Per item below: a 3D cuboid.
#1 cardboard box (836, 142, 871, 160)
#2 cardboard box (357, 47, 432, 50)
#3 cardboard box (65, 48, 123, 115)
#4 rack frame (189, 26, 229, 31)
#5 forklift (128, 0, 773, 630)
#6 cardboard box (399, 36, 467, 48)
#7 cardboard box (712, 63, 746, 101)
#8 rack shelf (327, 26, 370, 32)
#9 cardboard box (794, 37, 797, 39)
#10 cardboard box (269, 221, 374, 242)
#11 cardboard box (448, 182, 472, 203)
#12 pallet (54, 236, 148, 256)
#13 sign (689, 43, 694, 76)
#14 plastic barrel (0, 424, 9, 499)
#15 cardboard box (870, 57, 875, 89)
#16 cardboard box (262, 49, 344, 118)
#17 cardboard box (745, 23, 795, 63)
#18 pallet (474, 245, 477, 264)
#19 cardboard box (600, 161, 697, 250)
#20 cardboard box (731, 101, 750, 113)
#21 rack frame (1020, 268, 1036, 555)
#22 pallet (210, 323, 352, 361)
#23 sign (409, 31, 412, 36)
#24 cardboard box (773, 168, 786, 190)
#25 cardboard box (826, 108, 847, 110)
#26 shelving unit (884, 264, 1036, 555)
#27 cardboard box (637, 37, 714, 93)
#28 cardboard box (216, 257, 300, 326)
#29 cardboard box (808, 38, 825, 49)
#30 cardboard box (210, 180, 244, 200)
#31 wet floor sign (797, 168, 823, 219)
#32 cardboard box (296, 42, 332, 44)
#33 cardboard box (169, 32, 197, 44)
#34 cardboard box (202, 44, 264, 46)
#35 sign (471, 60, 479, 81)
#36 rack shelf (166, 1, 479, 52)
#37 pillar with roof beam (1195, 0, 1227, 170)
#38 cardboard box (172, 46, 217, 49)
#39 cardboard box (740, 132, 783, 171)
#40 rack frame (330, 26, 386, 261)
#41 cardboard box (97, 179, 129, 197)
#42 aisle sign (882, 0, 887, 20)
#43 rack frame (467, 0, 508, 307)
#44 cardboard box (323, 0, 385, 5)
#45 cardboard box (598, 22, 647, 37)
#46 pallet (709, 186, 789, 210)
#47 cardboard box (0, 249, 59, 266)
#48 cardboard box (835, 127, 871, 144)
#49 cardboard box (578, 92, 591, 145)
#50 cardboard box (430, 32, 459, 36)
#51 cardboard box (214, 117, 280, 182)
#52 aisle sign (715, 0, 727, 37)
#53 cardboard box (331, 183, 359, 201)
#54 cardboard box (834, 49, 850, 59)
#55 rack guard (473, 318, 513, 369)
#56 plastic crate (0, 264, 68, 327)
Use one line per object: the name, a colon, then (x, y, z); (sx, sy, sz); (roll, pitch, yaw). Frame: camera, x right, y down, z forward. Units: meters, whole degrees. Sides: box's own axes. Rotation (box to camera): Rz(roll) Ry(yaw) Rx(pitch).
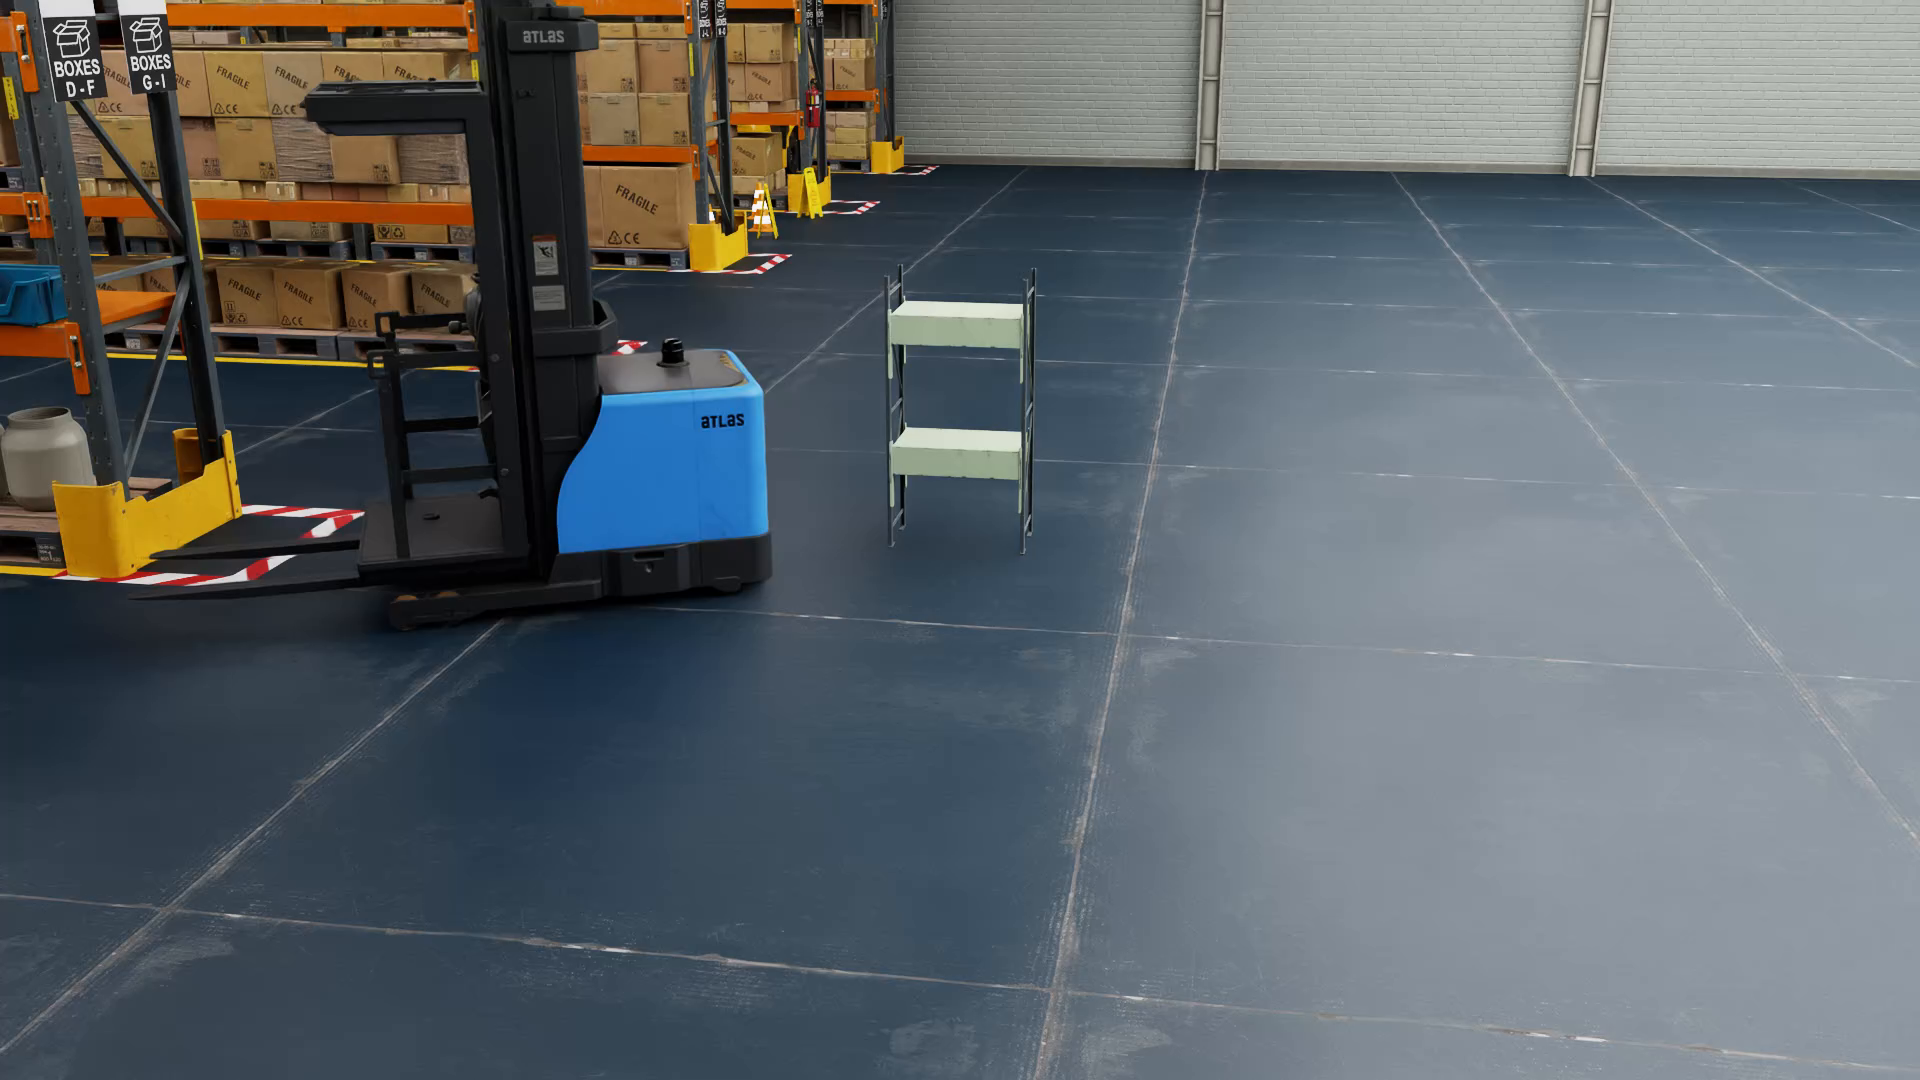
cardboard box: (-1.748, -6.452, 27.529); (0.500, 0.250, 0.500); (3, 19, 9)
cardboard box: (-4.582, -3.775, 13.656); (0.500, 0.500, 0.500); (3, 19, 9)
cardboard box: (-7.135, -3.734, 13.532); (0.500, 0.500, 0.500); (3, 19, 9)
rack frame: (-13.082, -8.236, 29.190); (0.127, 3.000, 1.000); (3, 19, 9)
forklift: (-2.538, -1.142, 8.098); (3.031, 2.935, 1.130); (-5, 19, -16)
cardboard box: (-5.732, -5.285, 18.432); (0.550, 0.550, 0.875); (3, 19, 9)
cardboard box: (-3.091, -6.233, 22.577); (0.500, 0.500, 0.500); (3, 19, 9)
rack shelf: (-8.627, -5.904, 18.627); (4.000, 0.370, 1.077); (3, 19, 9)
cardboard box: (-2.797, -8.311, 27.766); (0.250, 0.149, 0.380); (2, 19, 7)
cardboard box: (-7.279, -3.857, 18.988); (0.750, 0.750, 1.050); (3, 19, 8)
cardboard box: (-3.904, -2.802, 13.347); (0.250, 0.149, 0.380); (3, 19, 9)
pallet: (-9.835, -3.538, 19.543); (1.213, 0.211, 1.003); (3, 19, 9)
sign: (-2.803, -5.013, 17.359); (0.005, 0.325, 0.100); (3, 19, 9)
plastic barrel: (-5.532, -0.474, 9.251); (0.421, 0.512, 0.421); (0, 18, 0)
cardboard box: (-1.679, -7.791, 27.704); (0.500, 0.500, 0.500); (4, 19, 10)
cardboard box: (-5.159, -3.634, 13.235); (0.500, 0.500, 0.500); (3, 19, 9)
cardboard box: (-2.557, -6.697, 22.387); (0.500, 0.500, 0.700); (2, 19, 7)
pallet: (-4.706, -3.276, 18.762); (1.213, 0.211, 1.003); (3, 19, 9)
cardboard box: (-3.383, -3.726, 18.397); (0.875, 0.875, 0.875); (3, 19, 9)
cardboard box: (-2.938, -5.907, 22.625); (0.250, 0.149, 0.380); (3, 19, 8)
rack frame: (0.368, -0.692, 9.009); (0.023, 1.500, 0.400); (3, 19, 9)
pallet: (-5.662, -1.767, 14.253); (1.213, 0.211, 1.003); (3, 19, 9)
sign: (-9.209, -8.375, 27.908); (0.005, 0.325, 0.100); (3, 19, 9)
cardboard box: (-2.770, -5.099, 23.487); (0.500, 0.250, 0.500); (3, 19, 8)
cardboard box: (-2.172, -7.109, 27.917); (0.500, 0.250, 0.500); (3, 19, 9)
shelving unit: (0.007, -0.711, 9.064); (0.755, 1.500, 0.431); (3, 19, 9)
cardboard box: (-3.063, -5.135, 17.984); (0.550, 0.550, 0.875); (3, 19, 9)
cardboard box: (-5.958, -2.121, 14.193); (0.500, 0.500, 0.500); (1, 19, 4)
cardboard box: (-2.366, -8.123, 27.205); (0.250, 0.149, 0.380); (3, 19, 9)
cardboard box: (-5.891, -2.878, 13.572); (0.250, 0.149, 0.380); (3, 19, 9)
wet floor sign: (-2.000, -4.615, 22.080); (0.232, 0.644, 0.267); (10, 21, 27)
cardboard box: (-8.993, -6.748, 23.454); (0.500, 0.500, 0.500); (4, 19, 11)
cardboard box: (-10.976, -6.968, 23.668); (0.500, 0.500, 0.500); (3, 19, 10)
cardboard box: (-8.150, -5.318, 18.735); (0.500, 0.500, 0.700); (3, 19, 9)
sign: (-3.697, -3.498, 12.707); (0.005, 0.325, 0.100); (3, 19, 9)
rack shelf: (-5.564, -4.154, 13.397); (4.000, 0.370, 1.077); (3, 19, 9)
pillar with roof beam: (3.463, -9.144, 22.448); (0.400, 9.000, 9.100); (3, 19, 9)
cardboard box: (-6.557, -3.875, 13.954); (0.500, 0.500, 0.500); (3, 19, 9)
cardboard box: (-2.794, -5.456, 23.371); (0.500, 0.500, 0.500); (2, 19, 7)
rack frame: (-6.652, -4.722, 18.688); (0.127, 3.000, 1.000); (3, 19, 9)
cardboard box: (-6.878, -2.928, 13.724); (0.250, 0.149, 0.380); (3, 19, 9)
aisle sign: (-1.216, -8.769, 26.687); (0.004, 0.787, 0.394); (3, 19, 9)
rack frame: (-3.589, -2.972, 13.458); (0.127, 3.000, 1.000); (3, 19, 9)
cardboard box: (-4.599, -4.292, 12.913); (0.500, 0.250, 0.500); (3, 19, 9)
cardboard box: (-4.575, -6.784, 22.649); (0.500, 0.500, 0.700); (3, 19, 7)
pallet: (-2.889, -4.810, 23.346); (1.213, 0.211, 1.003); (3, 19, 9)
cardboard box: (-8.142, -2.234, 14.499); (0.500, 0.500, 0.700); (1, 19, 4)
cardboard box: (-1.764, -6.691, 27.456); (0.500, 0.250, 0.500); (3, 19, 8)
cardboard box: (-4.156, -4.685, 18.340); (0.550, 0.550, 0.875); (3, 19, 9)
cardboard box: (-7.141, -6.956, 23.055); (0.250, 0.149, 0.380); (2, 19, 7)
cardboard box: (-5.619, -3.252, 13.668); (0.500, 0.500, 0.875); (3, 19, 9)
aisle sign: (-2.585, -5.844, 17.944); (0.004, 0.787, 0.394); (3, 19, 9)
cardboard box: (-4.890, -2.855, 13.503); (0.250, 0.149, 0.380); (3, 19, 9)
cardboard box: (-1.878, -7.920, 27.067); (0.250, 0.149, 0.380); (3, 19, 10)
rack guard: (-3.664, -1.790, 13.866); (0.348, 0.500, 1.175); (3, 19, 9)
plastic crate: (-4.917, -1.281, 8.639); (0.616, 0.251, 0.499); (3, 19, 9)
